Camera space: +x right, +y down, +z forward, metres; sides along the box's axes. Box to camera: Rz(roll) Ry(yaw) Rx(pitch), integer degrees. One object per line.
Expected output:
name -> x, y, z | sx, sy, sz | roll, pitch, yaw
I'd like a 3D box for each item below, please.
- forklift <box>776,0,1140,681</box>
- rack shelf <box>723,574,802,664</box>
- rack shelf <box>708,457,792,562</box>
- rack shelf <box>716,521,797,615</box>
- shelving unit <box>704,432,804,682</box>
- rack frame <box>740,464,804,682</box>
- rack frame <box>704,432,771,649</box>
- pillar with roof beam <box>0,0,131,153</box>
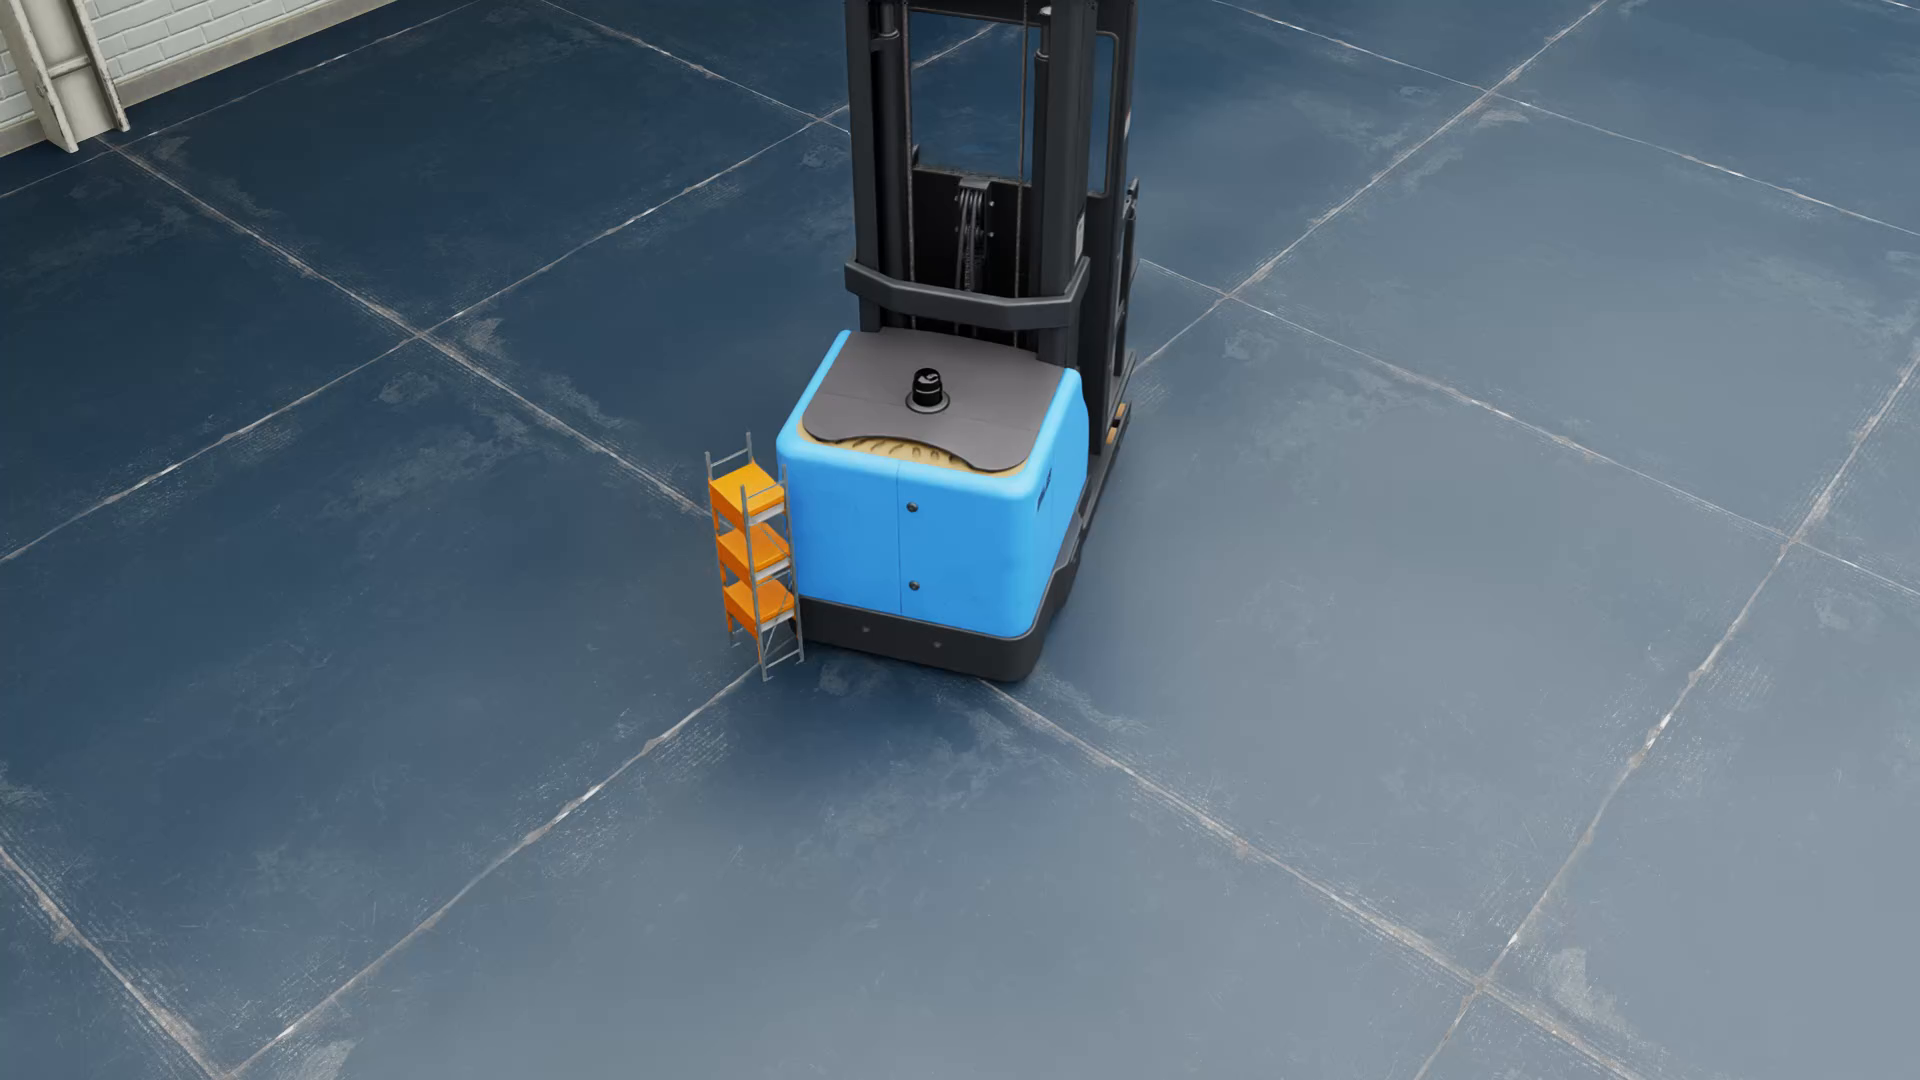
forklift -> 0.190, -1.520, 6.925 | 1.130, 2.935, 3.031 | 11, 43, 12
rack shelf -> -0.801, 0.300, 6.751 | 0.215, 0.259, 0.240 | -28, 49, -27
rack shelf -> -0.801, -0.116, 6.373 | 0.215, 0.259, 0.240 | -28, 49, -27
rack shelf -> -0.801, 0.094, 6.564 | 0.215, 0.259, 0.240 | -28, 49, -27
shelving unit -> -0.801, 0.086, 6.557 | 0.215, 1.050, 0.252 | -28, 49, -27
rack frame -> -0.725, 0.150, 6.486 | 0.200, 1.050, 0.008 | -28, 49, -27
rack frame -> -0.877, 0.022, 6.628 | 0.200, 1.050, 0.008 | -28, 49, -27
pillar with roof beam -> -2.040, -3.957, 5.095 | 9.100, 9.000, 0.400 | 29, 50, 28
